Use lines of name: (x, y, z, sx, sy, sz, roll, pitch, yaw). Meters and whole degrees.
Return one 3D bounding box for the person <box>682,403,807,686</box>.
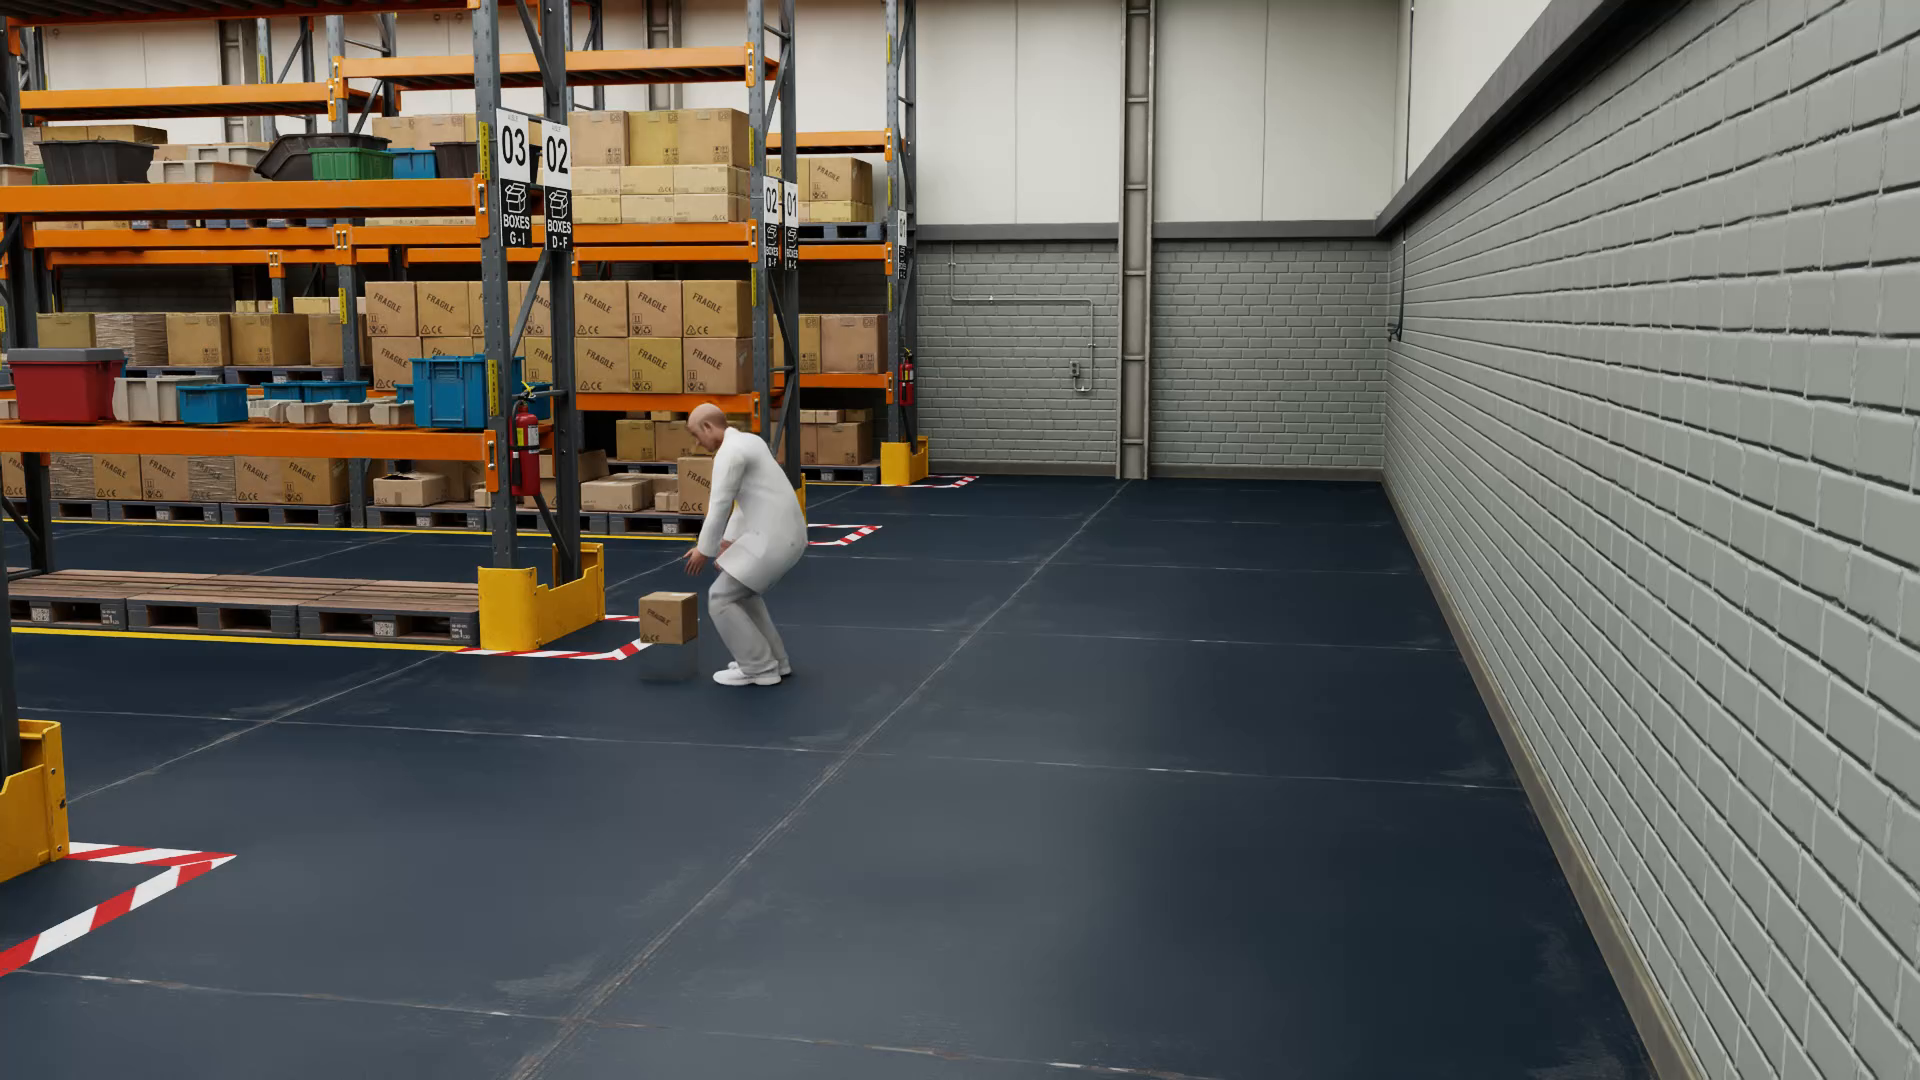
person: (-1.168, 0.019, 9.128, 0.636, 1.538, 0.626, 2, 8, 12)
